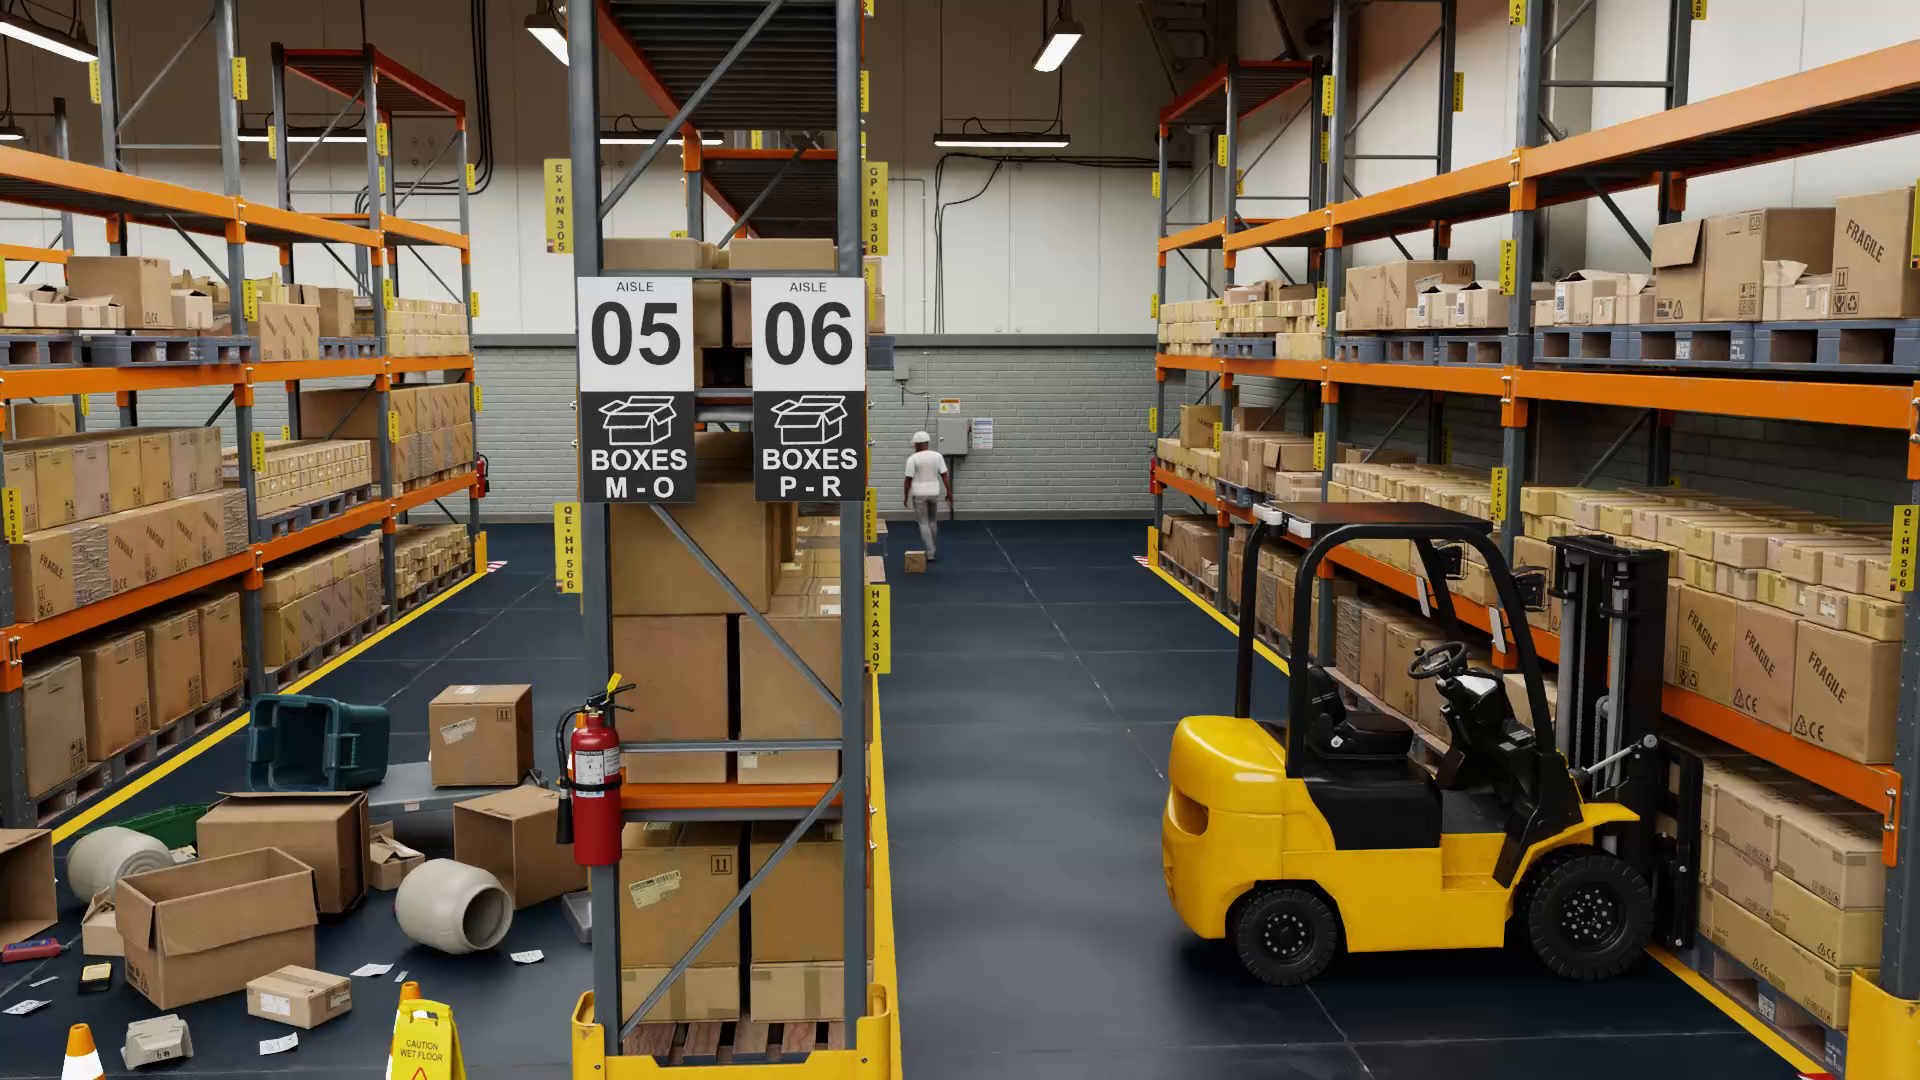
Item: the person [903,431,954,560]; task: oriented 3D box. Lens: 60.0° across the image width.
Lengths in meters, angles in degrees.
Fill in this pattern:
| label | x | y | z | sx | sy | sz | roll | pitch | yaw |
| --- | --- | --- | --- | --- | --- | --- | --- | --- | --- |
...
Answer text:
| label | x | y | z | sx | sy | sz | roll | pitch | yaw |
| --- | --- | --- | --- | --- | --- | --- | --- | --- | --- |
| person | -0.511 | -0.636 | 22.884 | 0.666 | 1.733 | 0.852 | -3 | 8 | -27 |
